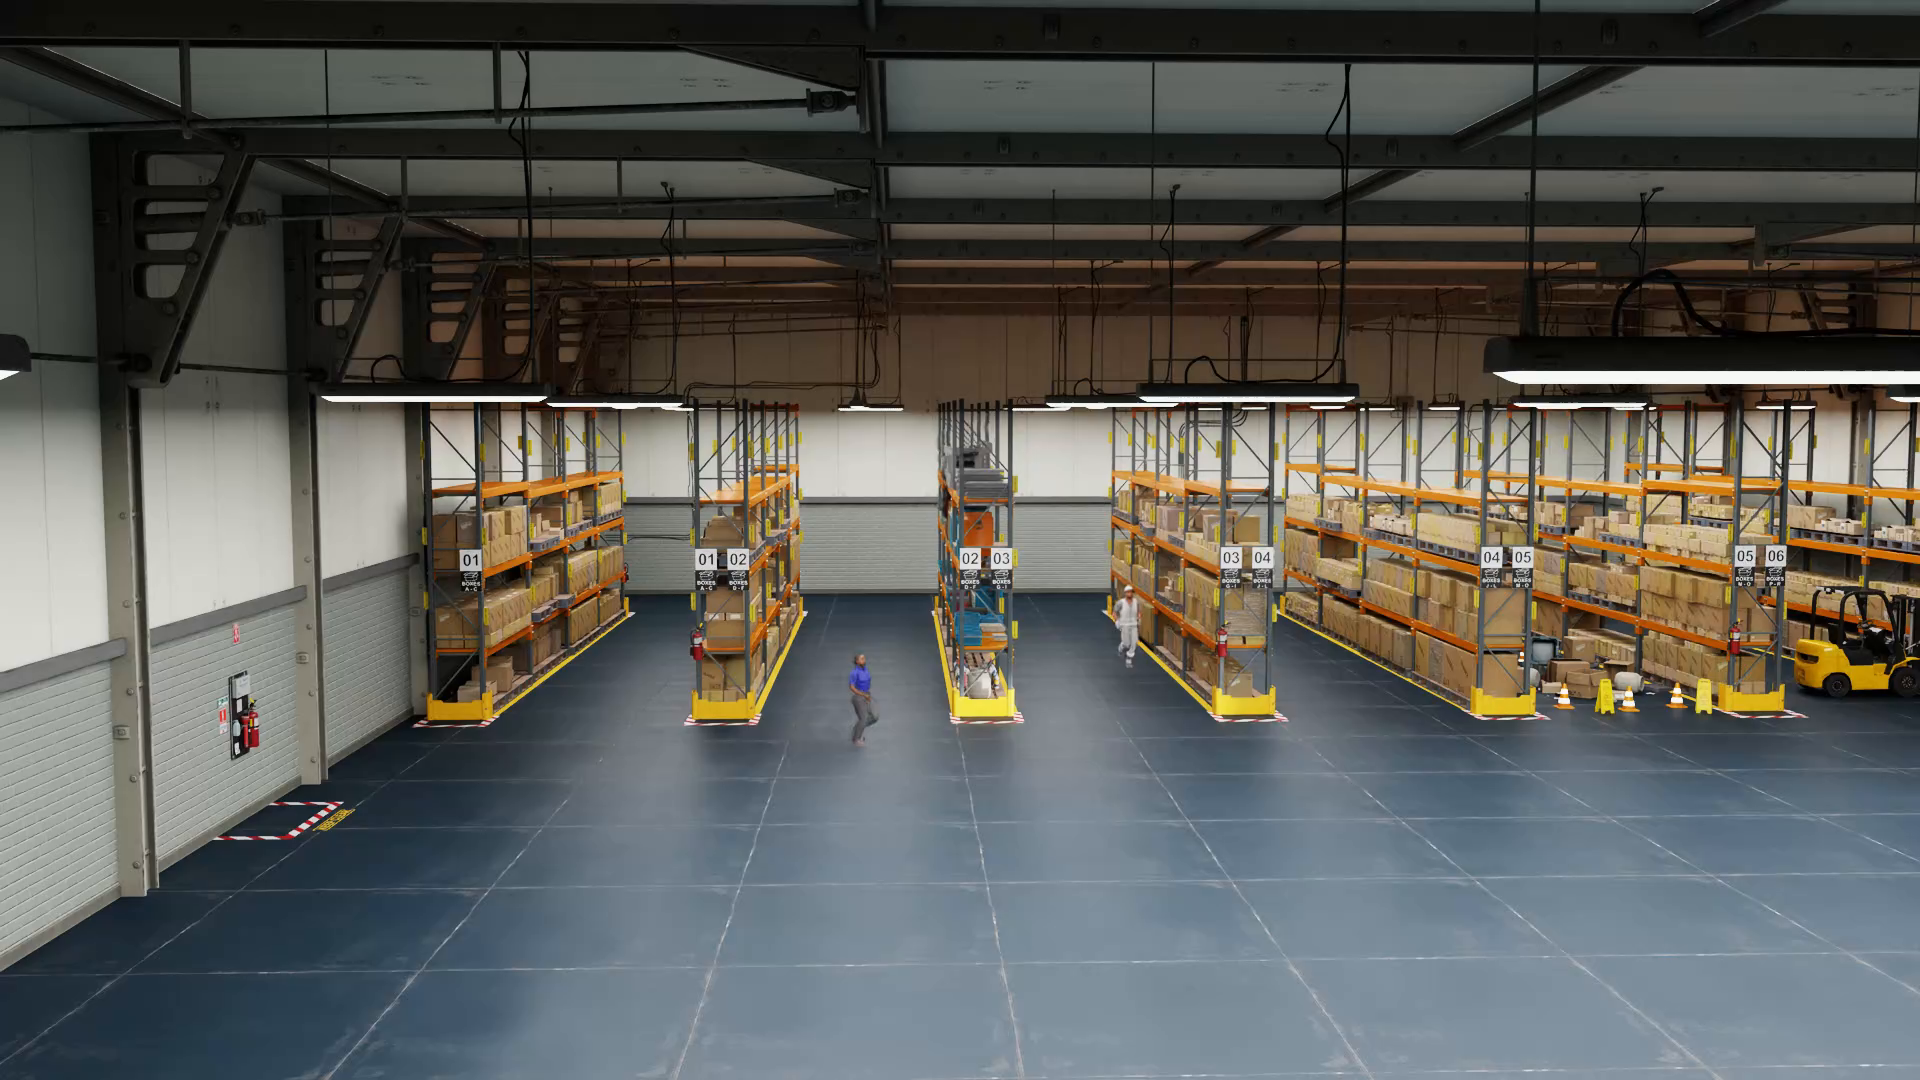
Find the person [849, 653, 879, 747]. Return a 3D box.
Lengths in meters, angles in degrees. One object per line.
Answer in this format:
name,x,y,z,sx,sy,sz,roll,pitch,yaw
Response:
person,-1.664,2.748,28.640,0.495,1.618,0.586,2,5,29

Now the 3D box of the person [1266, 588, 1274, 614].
person,8.085,1.531,44.325,0.564,1.669,0.565,0,4,4

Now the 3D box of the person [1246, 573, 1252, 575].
person,8.134,1.248,48.013,0.754,1.693,0.567,3,6,38

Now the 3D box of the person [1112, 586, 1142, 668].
person,3.614,1.857,35.683,0.657,1.754,0.605,-1,4,-13
